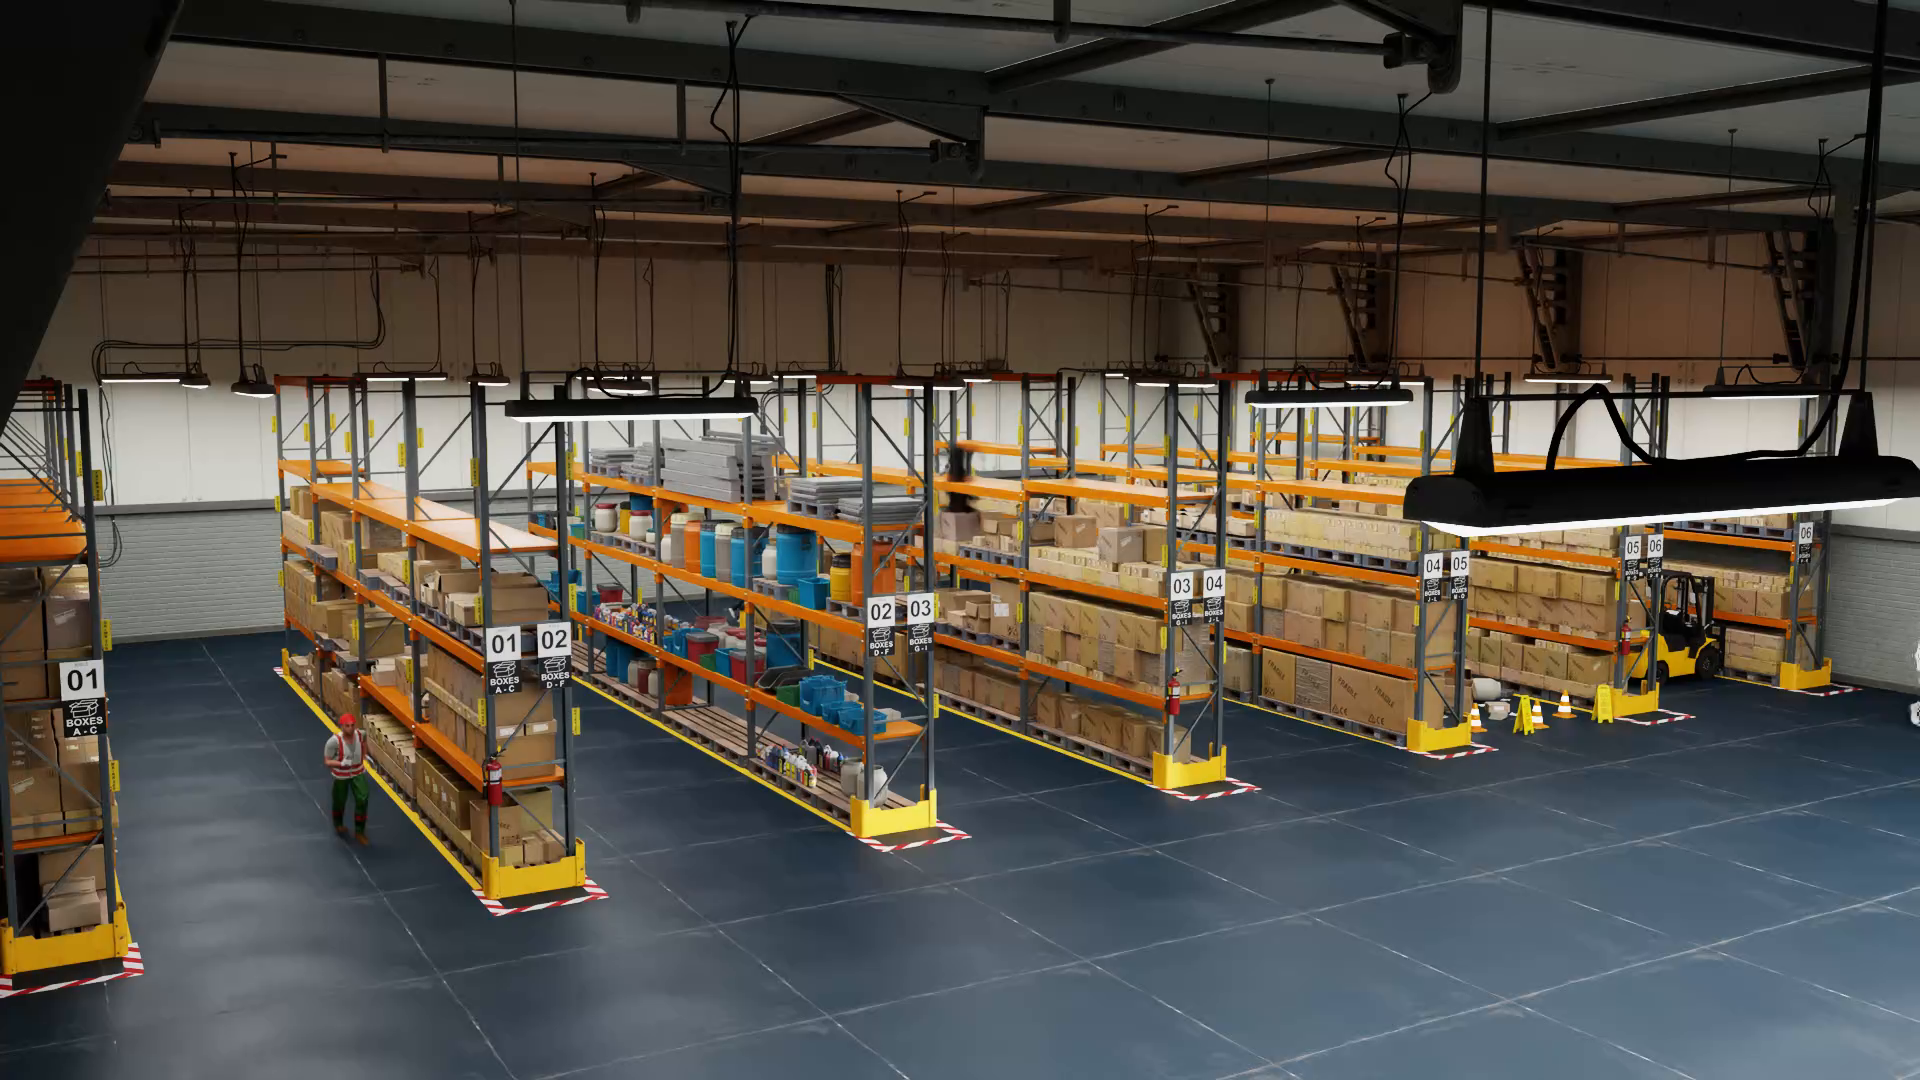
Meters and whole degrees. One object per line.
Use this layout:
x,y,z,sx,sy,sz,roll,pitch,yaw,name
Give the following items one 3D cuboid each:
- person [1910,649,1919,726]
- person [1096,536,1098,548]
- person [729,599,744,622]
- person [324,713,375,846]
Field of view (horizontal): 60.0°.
16.769,2.366,28.474,0.750,1.711,0.600,-3,7,-22,person
3.687,0.585,44.867,0.833,1.747,0.589,-5,8,-39,person
-5.296,1.213,39.836,0.500,1.570,0.572,-2,7,-16,person
-7.976,3.092,21.730,0.686,1.752,0.994,-4,7,-33,person
